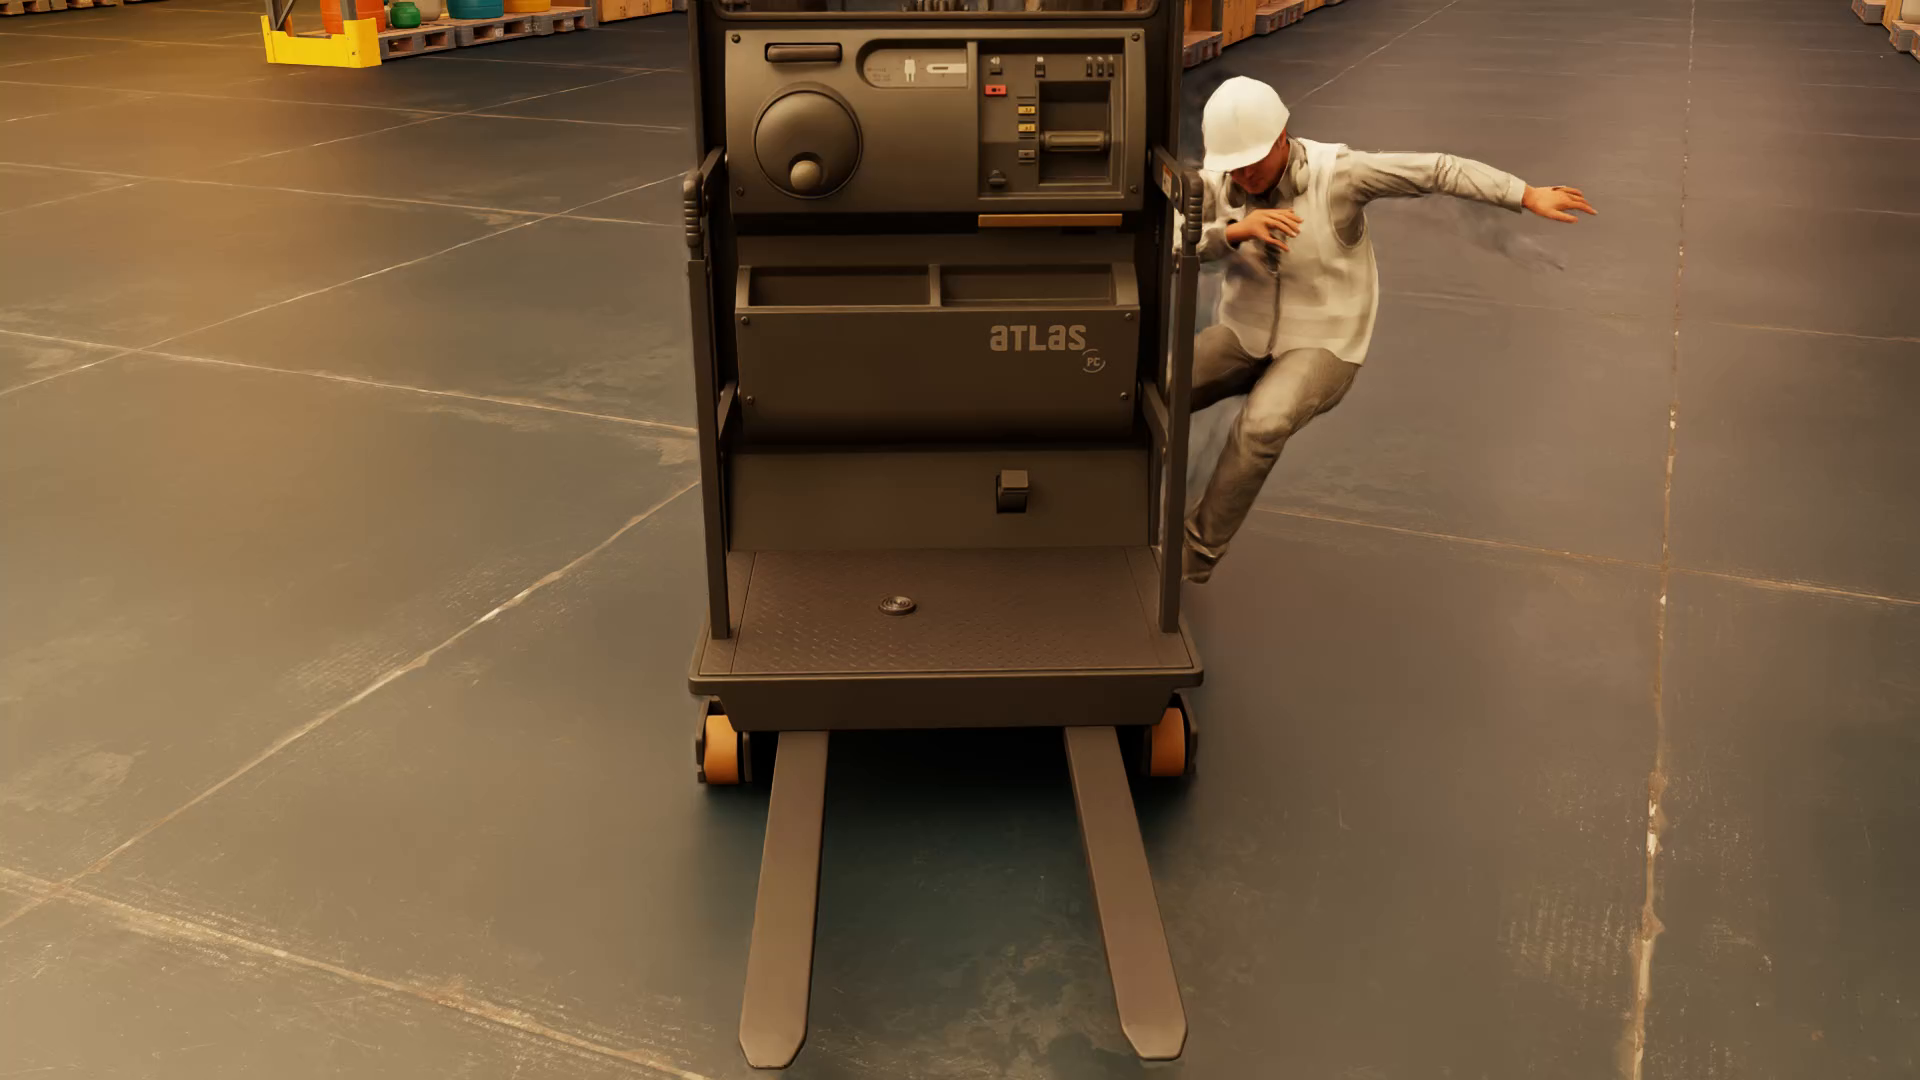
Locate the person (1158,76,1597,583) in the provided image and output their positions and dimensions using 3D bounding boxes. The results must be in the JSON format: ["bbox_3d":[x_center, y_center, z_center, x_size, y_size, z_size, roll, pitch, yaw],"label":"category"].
[{"bbox_3d":[0.947,-0.522,4.546,1.278,1.443,0.824,13,26,28],"label":"person"}]

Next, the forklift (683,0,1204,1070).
[{"bbox_3d":[-0.042,-0.920,3.494,1.130,2.935,3.031,-1,23,-2],"label":"forklift"}]
